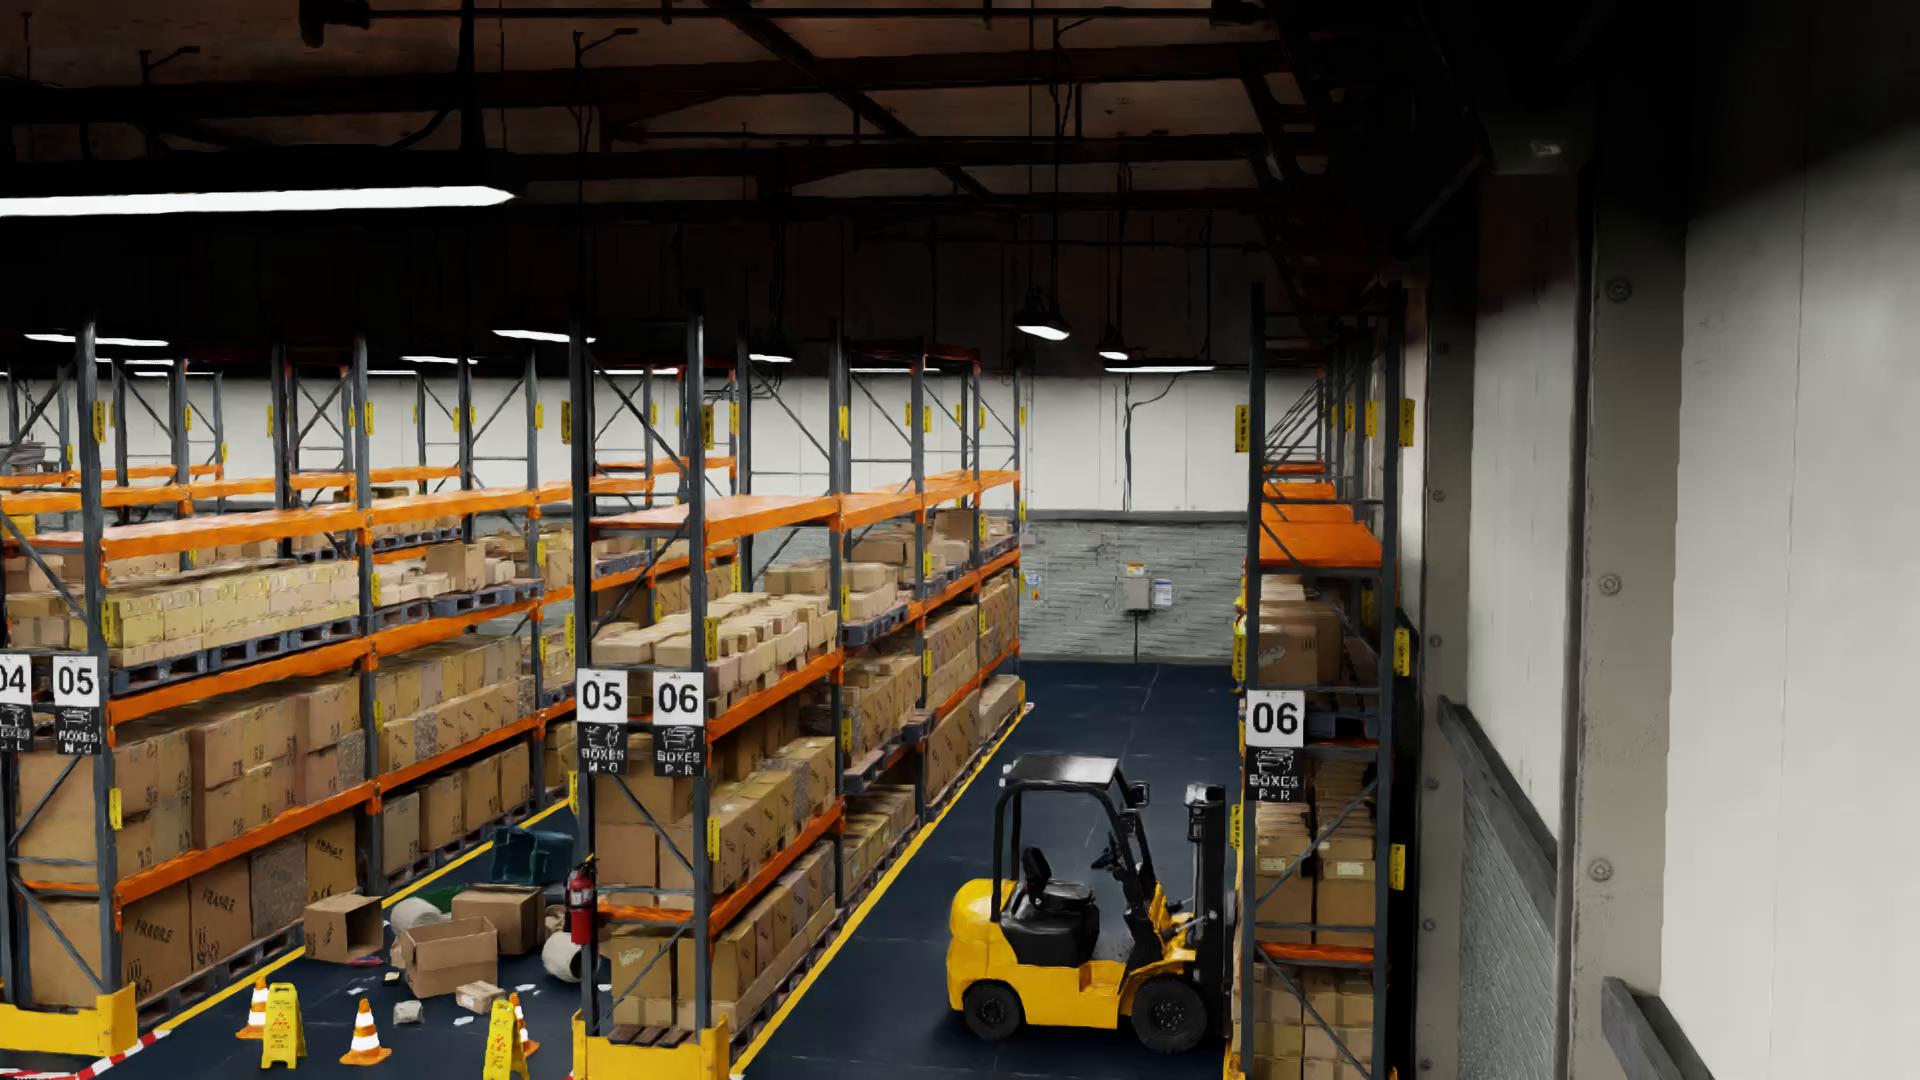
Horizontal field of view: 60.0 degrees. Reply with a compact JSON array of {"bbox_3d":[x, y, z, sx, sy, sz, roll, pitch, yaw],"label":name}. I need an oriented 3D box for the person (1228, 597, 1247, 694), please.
[{"bbox_3d":[5.162,1.893,29.900,0.614,1.762,0.594,-2,5,-23],"label":"person"}]

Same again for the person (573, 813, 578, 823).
[{"bbox_3d":[-4.543,2.631,20.397,0.443,1.786,0.594,-1,5,-16],"label":"person"}]
